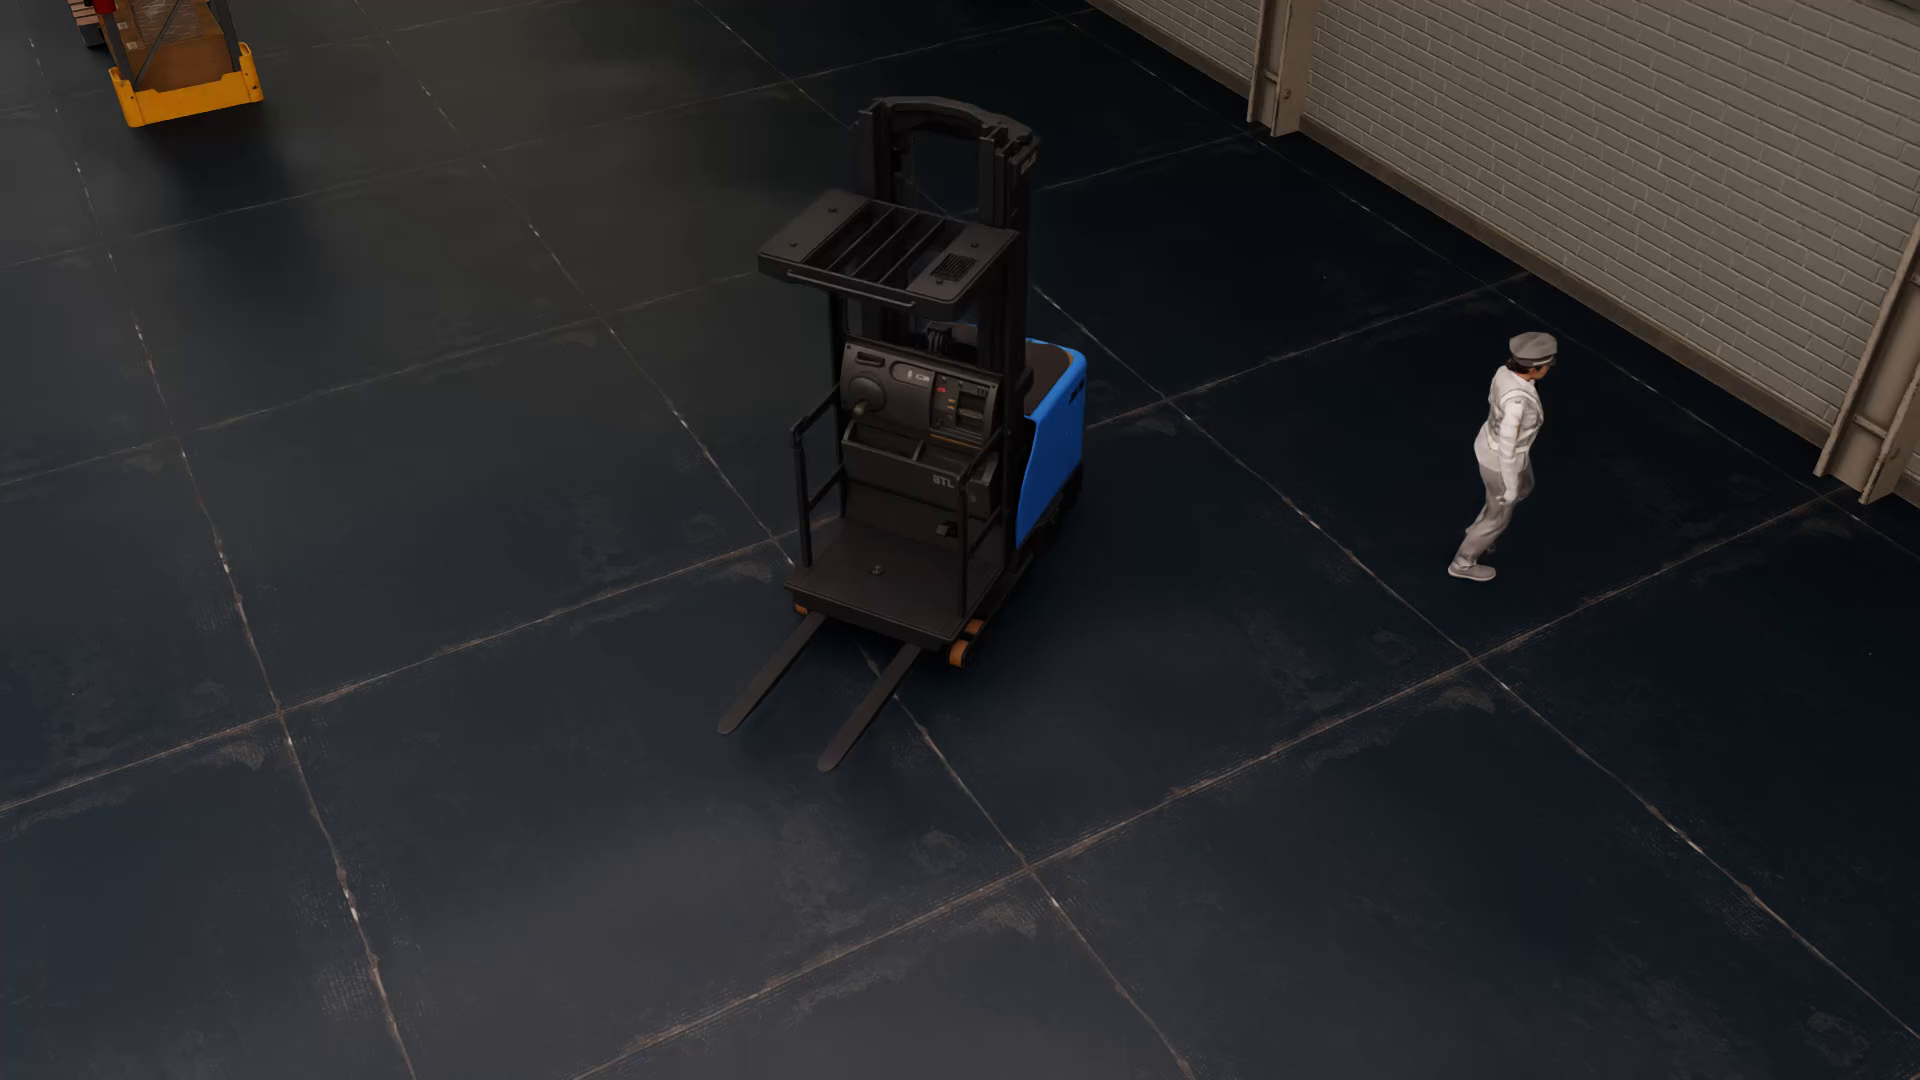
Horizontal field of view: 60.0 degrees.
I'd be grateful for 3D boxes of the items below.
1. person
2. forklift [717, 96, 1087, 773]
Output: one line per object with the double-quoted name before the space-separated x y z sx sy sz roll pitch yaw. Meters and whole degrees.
"person" 3.186 -0.459 9.607 0.450 1.671 0.599 3 40 4
"forklift" -0.319 -0.723 8.908 1.130 2.935 3.031 17 43 20
